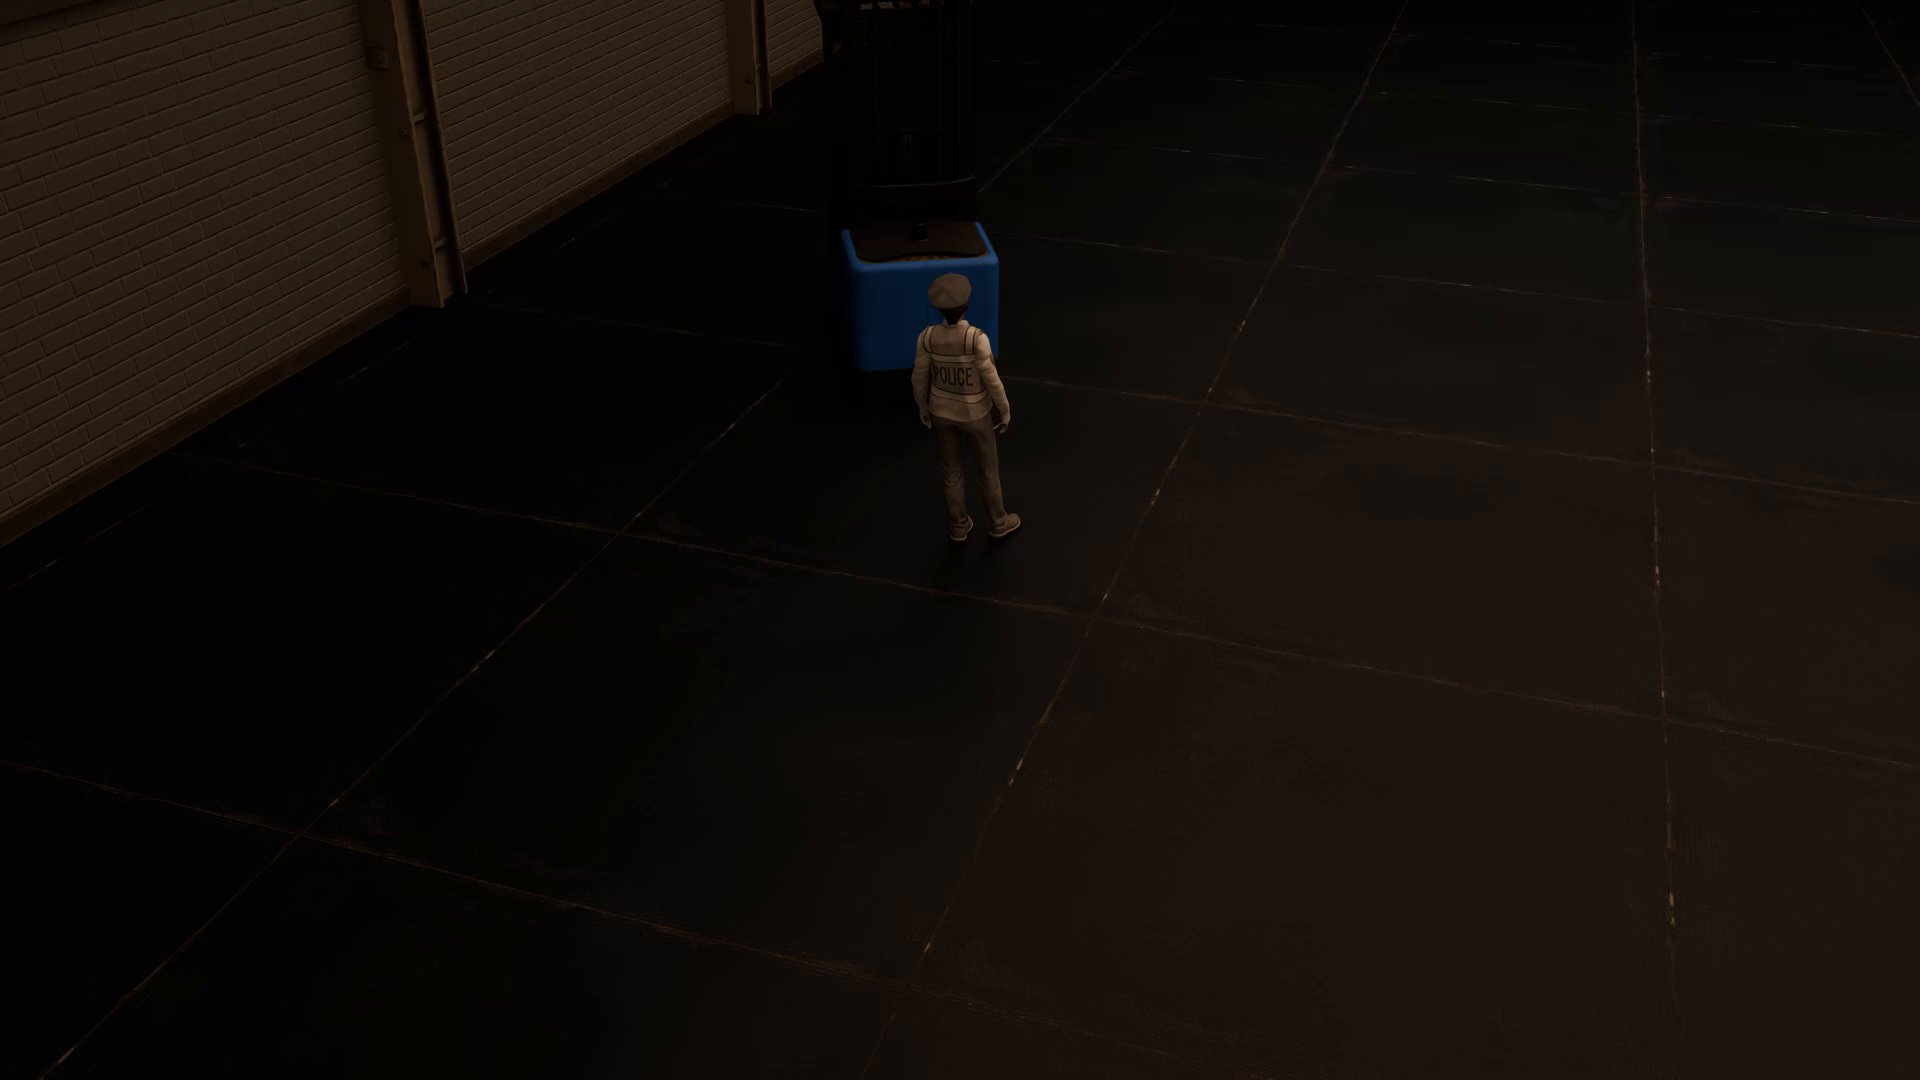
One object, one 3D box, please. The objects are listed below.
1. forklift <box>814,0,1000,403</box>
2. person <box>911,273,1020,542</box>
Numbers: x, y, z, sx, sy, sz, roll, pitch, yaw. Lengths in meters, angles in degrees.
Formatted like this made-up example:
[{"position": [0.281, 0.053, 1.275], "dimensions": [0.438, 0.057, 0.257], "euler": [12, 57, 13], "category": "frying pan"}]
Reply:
[{"position": [-0.461, -2.941, 12.295], "dimensions": [1.130, 2.935, 3.031], "euler": [-5, 30, -8], "category": "forklift"}, {"position": [0.028, -0.773, 9.726], "dimensions": [0.587, 1.696, 0.534], "euler": [10, 31, 16], "category": "person"}]
